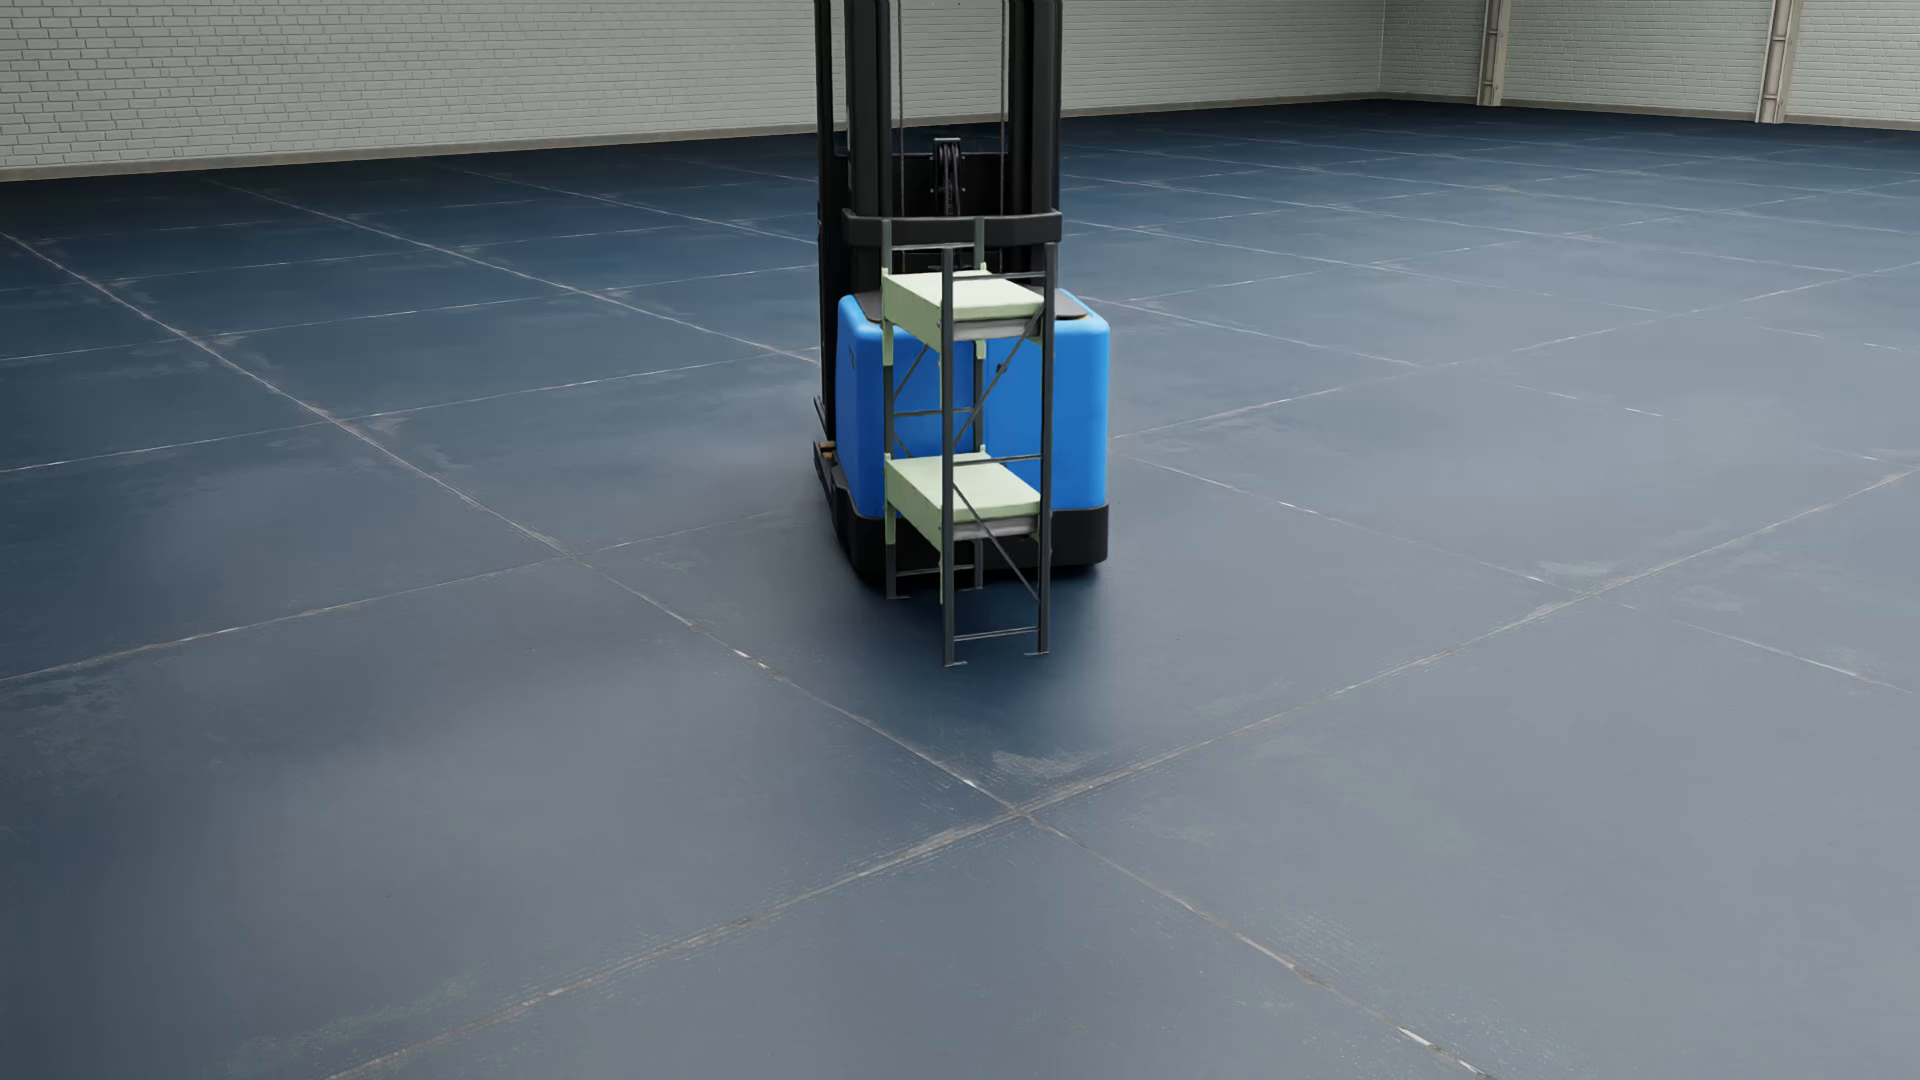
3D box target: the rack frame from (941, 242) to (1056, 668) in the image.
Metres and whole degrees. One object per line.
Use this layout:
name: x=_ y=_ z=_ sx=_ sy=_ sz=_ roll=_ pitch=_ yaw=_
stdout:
rack frame: x=0.131 y=-0.274 z=5.806 sx=0.400 sy=1.500 sz=0.023 roll=-6 pitch=19 yaw=-18

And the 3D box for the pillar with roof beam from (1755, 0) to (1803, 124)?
pillar with roof beam: x=11.455 y=-11.081 z=26.512 sx=9.100 sy=9.000 sz=0.400 roll=-14 pitch=23 yaw=-36

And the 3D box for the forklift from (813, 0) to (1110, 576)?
forklift: x=-0.132 y=-1.670 z=7.744 sx=1.130 sy=2.935 sz=3.031 roll=-3 pitch=19 yaw=-9

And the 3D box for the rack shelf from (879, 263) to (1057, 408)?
rack shelf: x=0.015 y=-0.754 z=6.012 sx=0.431 sy=0.370 sz=0.720 roll=-6 pitch=19 yaw=-18

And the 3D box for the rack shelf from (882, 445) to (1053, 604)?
rack shelf: x=0.015 y=-0.074 z=6.237 sx=0.431 sy=0.370 sz=0.720 roll=-6 pitch=19 yaw=-18

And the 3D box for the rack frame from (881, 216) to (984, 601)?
rack frame: x=-0.101 y=-0.493 z=6.464 sx=0.400 sy=1.500 sz=0.023 roll=-6 pitch=19 yaw=-18

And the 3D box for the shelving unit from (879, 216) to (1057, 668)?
shelving unit: x=0.015 y=-0.384 z=6.135 sx=0.431 sy=1.500 sz=0.755 roll=-6 pitch=19 yaw=-18

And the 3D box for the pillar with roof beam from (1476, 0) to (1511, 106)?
pillar with roof beam: x=7.729 y=-12.560 z=30.977 sx=9.100 sy=9.000 sz=0.400 roll=-14 pitch=23 yaw=-36
